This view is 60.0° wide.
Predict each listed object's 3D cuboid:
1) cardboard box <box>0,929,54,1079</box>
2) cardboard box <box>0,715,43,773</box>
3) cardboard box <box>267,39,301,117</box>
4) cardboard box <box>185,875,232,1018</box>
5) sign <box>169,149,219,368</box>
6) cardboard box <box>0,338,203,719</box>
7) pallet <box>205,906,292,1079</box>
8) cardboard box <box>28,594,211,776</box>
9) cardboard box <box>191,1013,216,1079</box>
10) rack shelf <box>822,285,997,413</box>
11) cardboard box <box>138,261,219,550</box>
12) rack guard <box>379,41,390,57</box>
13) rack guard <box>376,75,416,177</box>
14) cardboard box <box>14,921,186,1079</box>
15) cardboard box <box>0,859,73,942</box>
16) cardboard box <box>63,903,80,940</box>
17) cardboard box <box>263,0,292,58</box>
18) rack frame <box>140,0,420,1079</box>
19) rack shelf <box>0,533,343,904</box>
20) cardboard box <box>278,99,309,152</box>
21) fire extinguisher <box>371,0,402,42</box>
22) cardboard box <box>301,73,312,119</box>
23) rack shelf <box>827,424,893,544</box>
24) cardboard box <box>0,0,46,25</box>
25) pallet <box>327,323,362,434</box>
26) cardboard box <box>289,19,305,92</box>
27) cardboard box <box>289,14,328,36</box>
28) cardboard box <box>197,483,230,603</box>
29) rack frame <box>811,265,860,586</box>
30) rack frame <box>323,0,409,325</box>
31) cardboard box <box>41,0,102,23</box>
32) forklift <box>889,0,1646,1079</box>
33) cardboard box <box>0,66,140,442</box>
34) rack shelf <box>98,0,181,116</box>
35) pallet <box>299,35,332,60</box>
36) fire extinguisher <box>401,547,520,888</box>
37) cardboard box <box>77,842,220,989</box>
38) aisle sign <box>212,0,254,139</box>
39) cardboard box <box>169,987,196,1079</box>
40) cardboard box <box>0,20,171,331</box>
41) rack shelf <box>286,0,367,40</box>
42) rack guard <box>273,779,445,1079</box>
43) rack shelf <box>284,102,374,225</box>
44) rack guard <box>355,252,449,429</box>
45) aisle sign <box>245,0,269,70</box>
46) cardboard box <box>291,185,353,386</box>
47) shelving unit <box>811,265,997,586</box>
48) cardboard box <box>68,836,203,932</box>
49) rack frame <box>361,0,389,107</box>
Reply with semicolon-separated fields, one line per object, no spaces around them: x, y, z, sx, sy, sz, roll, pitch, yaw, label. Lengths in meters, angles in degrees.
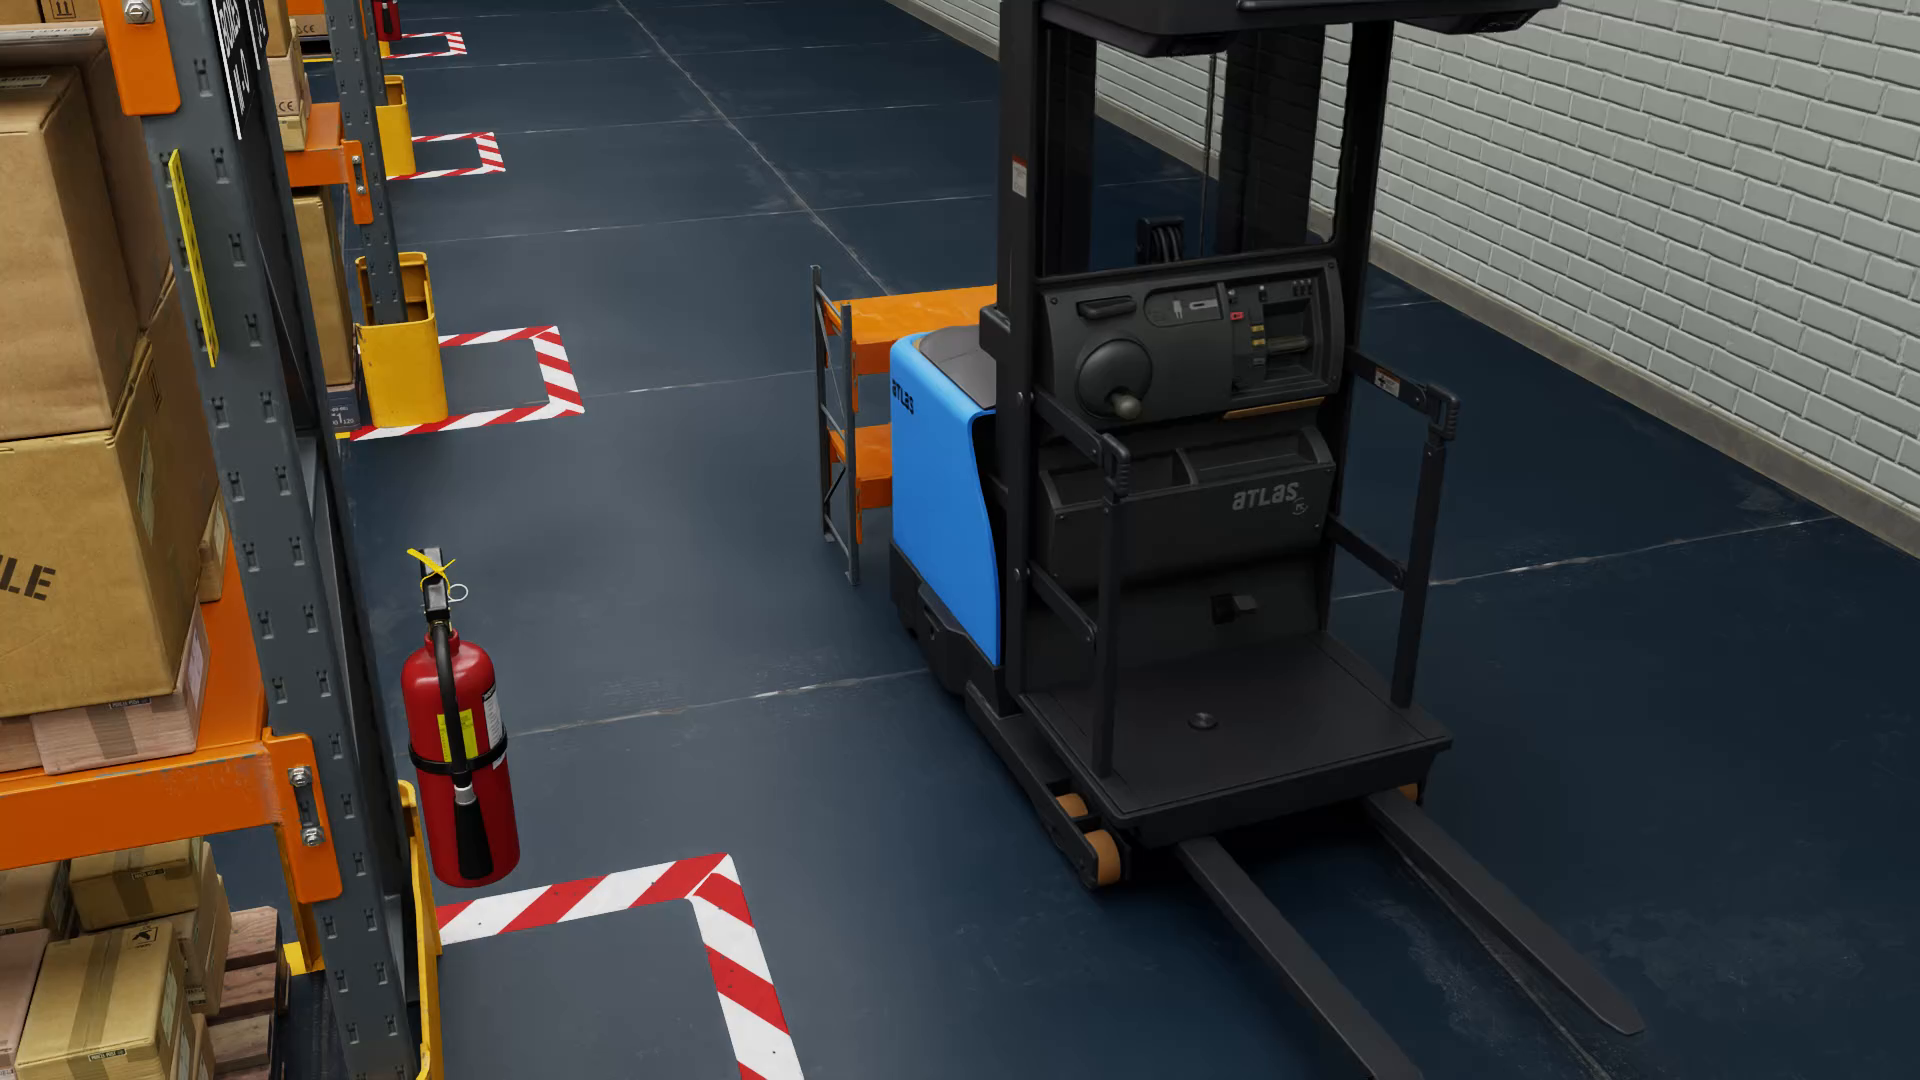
-2.031;0.998;3.432;0.250;0.149;0.380;-8;27;-15;cardboard box
-1.820;0.280;3.095;0.250;0.149;0.380;-8;28;-16;cardboard box
-3.168;-2.013;7.266;0.500;0.250;0.500;-9;28;-17;cardboard box
-1.947;1.010;4.075;0.250;0.149;0.380;-8;27;-15;cardboard box
-1.197;-0.438;2.601;0.005;0.325;0.100;-8;28;-16;sign
-1.697;-0.022;2.975;0.500;0.500;0.500;-8;27;-15;cardboard box
-2.205;1.341;3.811;1.213;0.211;1.003;-8;28;-16;pallet
-1.572;0.262;3.132;0.250;0.149;0.380;-8;28;-16;cardboard box
-1.786;1.234;3.624;0.250;0.149;0.380;-8;27;-15;cardboard box
0.006;-0.767;6.372;1.000;0.278;0.538;-8;28;-16;rack shelf
-1.862;-0.248;3.430;0.500;0.500;0.500;-7;27;-14;cardboard box
-5.926;-5.185;16.632;0.348;0.500;1.175;-8;28;-16;rack guard
-4.304;-3.110;12.451;0.348;0.500;1.175;-8;28;-16;rack guard
-1.774;0.987;3.453;0.250;0.149;0.380;-8;27;-16;cardboard box
-2.178;0.825;3.781;0.250;0.149;0.380;-8;27;-15;cardboard box
-2.205;0.918;3.927;0.250;0.149;0.380;-8;28;-16;cardboard box
-3.171;-2.350;7.101;0.500;0.500;0.500;-8;27;-15;cardboard box
-1.350;-0.015;3.407;0.127;3.000;1.000;-8;28;-16;rack frame
-3.251;0.582;3.012;4.000;0.370;1.077;-8;28;-16;rack shelf
-3.026;-1.825;7.336;0.250;0.149;0.380;-8;27;-15;cardboard box
-4.039;-3.847;11.633;0.183;0.674;0.296;-8;28;-16;fire extinguisher
-3.229;-2.104;7.898;0.250;0.149;0.380;-8;27;-16;cardboard box
0.006;-0.286;6.610;1.000;0.278;0.538;-8;28;-16;rack shelf
-4.296;-2.433;7.269;0.500;0.500;0.500;-9;28;-17;cardboard box
-3.526;-0.734;7.991;1.213;0.211;1.003;-8;28;-16;pallet
-3.329;-2.240;7.724;0.500;0.250;0.500;-9;28;-17;cardboard box
-6.294;-5.214;16.195;0.500;0.500;0.500;-8;28;-16;cardboard box
-1.759;0.003;3.652;0.250;0.149;0.380;-8;28;-17;cardboard box
-0.477;-0.435;6.361;0.032;1.125;0.500;-8;28;-16;rack frame
-2.789;-2.126;7.660;0.127;3.000;1.000;-8;28;-16;rack frame
-3.805;-2.507;7.418;0.500;0.500;0.500;-9;28;-17;cardboard box
0.754;-0.530;4.522;1.130;2.935;3.031;-10;28;-19;forklift
-1.708;-0.473;2.758;0.500;0.500;0.500;-9;28;-17;cardboard box
-3.251;-0.761;2.345;4.000;0.370;1.077;-8;28;-16;rack shelf
-6.684;-4.945;16.475;1.213;0.211;1.003;-8;28;-16;pallet
-0.967;0.347;3.184;0.183;0.674;0.296;-8;28;-16;fire extinguisher
-1.927;0.904;3.955;0.250;0.149;0.380;-7;27;-14;cardboard box
-1.187;-1.063;2.594;0.004;0.787;0.394;-8;28;-16;aisle sign
-1.763;1.134;3.492;0.250;0.149;0.380;-9;28;-17;cardboard box
-1.859;-0.691;3.198;0.500;0.500;0.500;-8;28;-16;cardboard box
-6.225;-3.623;11.483;4.000;0.370;1.077;-8;28;-16;rack shelf
-1.422;1.115;3.942;0.348;0.500;1.175;-8;28;-16;rack guard
-4.691;-1.529;7.265;4.000;0.370;1.077;-8;28;-16;rack shelf
-2.767;-1.010;8.222;0.348;0.500;1.175;-8;28;-16;rack guard
-1.373;-1.316;3.105;0.004;0.787;0.394;-8;28;-16;aisle sign
-3.373;-1.241;7.793;0.875;0.875;0.875;-8;28;-16;cardboard box
0.006;-0.505;6.502;1.048;1.125;0.538;-8;28;-16;shelving unit
-1.953;0.736;3.960;0.250;0.149;0.380;-10;28;-18;cardboard box
-4.323;-4.220;11.878;0.127;3.000;1.000;-8;28;-16;rack frame
